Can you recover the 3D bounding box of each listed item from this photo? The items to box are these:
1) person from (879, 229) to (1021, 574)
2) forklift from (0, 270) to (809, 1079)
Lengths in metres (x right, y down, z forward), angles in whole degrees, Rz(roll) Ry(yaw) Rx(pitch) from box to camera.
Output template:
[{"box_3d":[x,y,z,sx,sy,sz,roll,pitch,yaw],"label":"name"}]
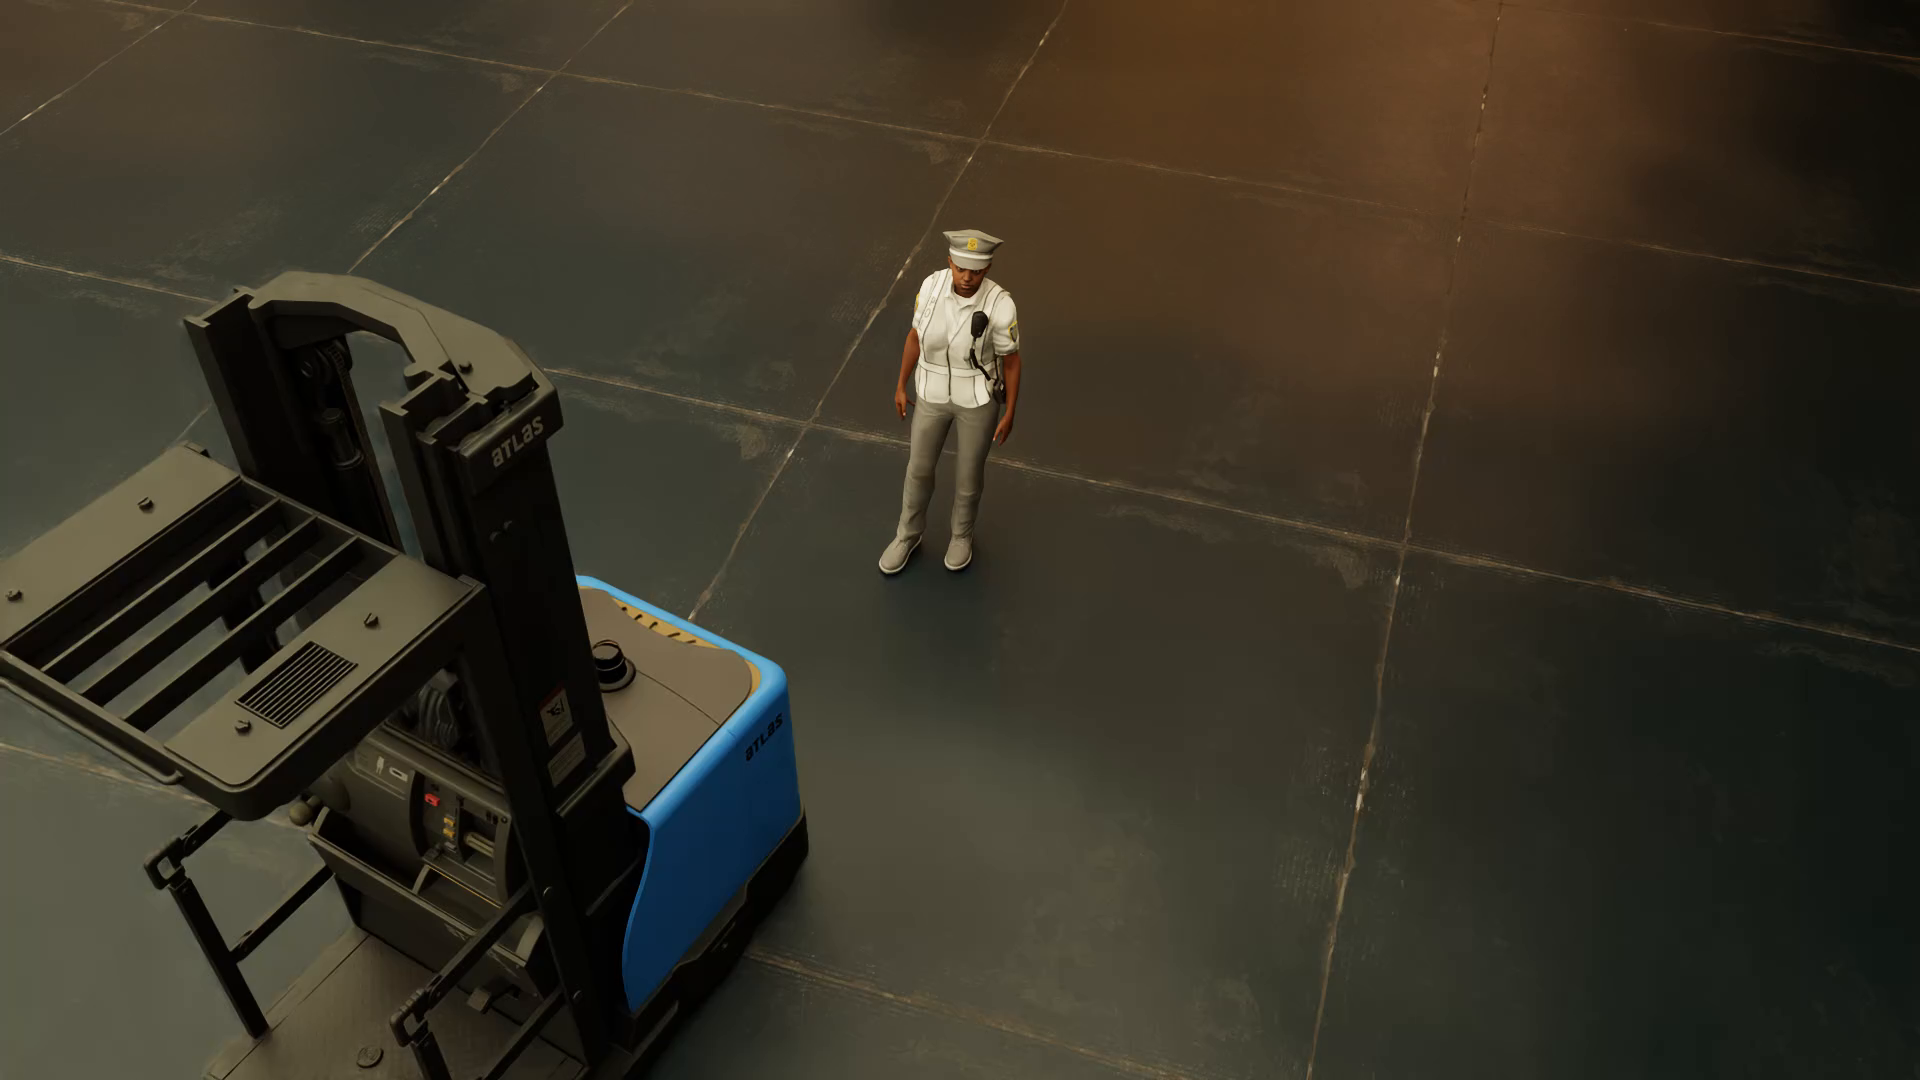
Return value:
[{"box_3d":[-0.042,-0.581,7.211,0.569,1.695,0.530,12,44,13],"label":"person"},{"box_3d":[-1.781,0.848,4.777,1.130,2.935,3.031,22,47,22],"label":"forklift"}]
